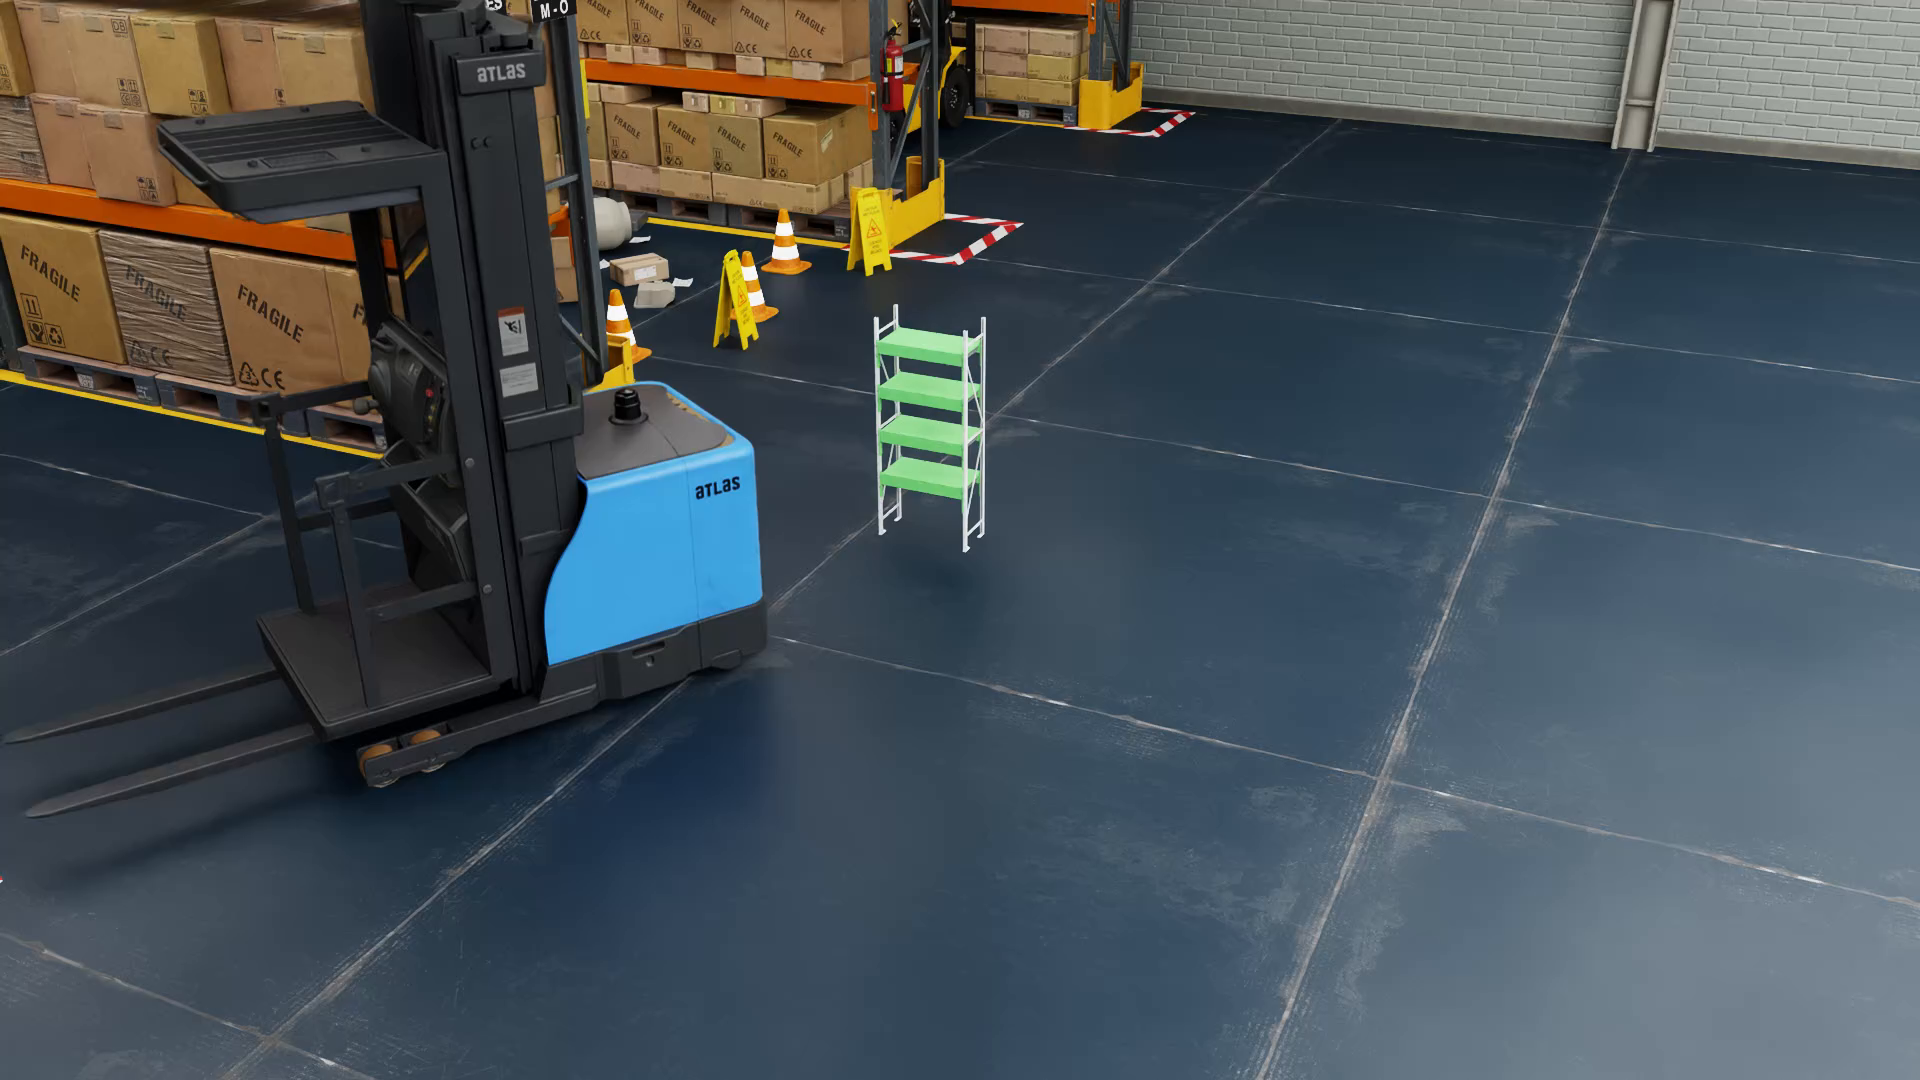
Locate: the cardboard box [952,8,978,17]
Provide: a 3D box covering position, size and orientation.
[{"bbox_3d":[-0.121,-5.781,18.601,0.500,0.250,0.500,11,28,21],"label":"cardboard box"}]

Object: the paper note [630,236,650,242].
[{"bbox_3d":[-2.652,-2.496,13.784,0.148,0.019,0.142,2,26,4],"label":"paper note"}]

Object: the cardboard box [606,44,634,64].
[{"bbox_3d":[-2.769,-4.129,14.025,0.250,0.149,0.380,12,28,22],"label":"cardboard box"}]

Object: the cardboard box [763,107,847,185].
[{"bbox_3d":[-1.280,-3.268,13.779,0.500,0.500,0.500,12,28,22],"label":"cardboard box"}]

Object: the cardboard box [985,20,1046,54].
[{"bbox_3d":[0.593,-5.384,17.796,0.500,0.250,0.500,12,29,23],"label":"cardboard box"}]

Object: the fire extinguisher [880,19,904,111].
[{"bbox_3d":[-0.529,-3.694,12.944,0.183,0.674,0.296,11,28,22],"label":"fire extinguisher"}]

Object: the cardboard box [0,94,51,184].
[{"bbox_3d":[-5.700,-2.662,10.591,0.550,0.550,0.875,11,28,22],"label":"cardboard box"}]

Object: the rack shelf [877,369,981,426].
[{"bbox_3d":[-0.151,-0.727,8.469,0.480,0.148,0.258,11,28,22],"label":"rack shelf"}]

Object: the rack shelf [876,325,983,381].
[{"bbox_3d":[-0.151,-0.942,8.363,0.480,0.148,0.258,11,28,22],"label":"rack shelf"}]

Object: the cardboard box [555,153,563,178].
[{"bbox_3d":[-3.659,-3.404,14.906,0.500,0.250,0.500,10,28,19],"label":"cardboard box"}]

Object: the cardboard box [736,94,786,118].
[{"bbox_3d":[-1.642,-3.599,13.718,0.250,0.149,0.380,12,29,23],"label":"cardboard box"}]

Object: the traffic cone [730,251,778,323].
[{"bbox_3d":[-1.518,-1.848,11.980,0.334,0.463,0.336,11,28,22],"label":"traffic cone"}]

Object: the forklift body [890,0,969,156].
[{"bbox_3d":[-0.873,-5.164,16.803,1.214,2.155,2.313,11,28,22],"label":"forklift body"}]

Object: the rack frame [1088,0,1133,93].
[{"bbox_3d":[1.609,-5.931,17.401,0.127,3.000,1.000,11,28,22],"label":"rack frame"}]

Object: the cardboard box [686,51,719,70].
[{"bbox_3d":[-2.065,-4.010,13.783,0.250,0.149,0.380,11,28,21],"label":"cardboard box"}]

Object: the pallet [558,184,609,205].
[{"bbox_3d":[-3.458,-3.306,15.227,1.213,0.211,1.003,11,28,22],"label":"pallet"}]

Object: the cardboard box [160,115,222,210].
[{"bbox_3d":[-4.223,-2.368,9.993,0.500,0.550,0.875,11,28,22],"label":"cardboard box"}]

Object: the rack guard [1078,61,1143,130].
[{"bbox_3d":[1.630,-4.805,17.944,0.348,0.500,1.175,11,28,22],"label":"rack guard"}]

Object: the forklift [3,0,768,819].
[{"bbox_3d":[-2.386,-0.583,6.615,3.031,2.935,1.130,-17,31,-30],"label":"forklift"}]

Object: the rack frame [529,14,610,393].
[{"bbox_3d":[-2.400,-1.926,9.266,0.127,3.000,1.000,11,28,22],"label":"rack frame"}]

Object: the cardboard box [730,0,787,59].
[{"bbox_3d":[-1.505,-4.195,13.424,0.500,0.500,0.500,11,28,22],"label":"cardboard box"}]

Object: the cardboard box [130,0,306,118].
[{"bbox_3d":[-4.250,-2.826,9.702,0.500,0.550,0.875,11,28,22],"label":"cardboard box"}]

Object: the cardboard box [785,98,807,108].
[{"bbox_3d":[-1.562,-3.583,14.419,0.500,0.500,0.500,10,28,20],"label":"cardboard box"}]

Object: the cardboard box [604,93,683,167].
[{"bbox_3d":[-2.695,-3.552,14.358,0.500,0.500,0.500,13,29,24],"label":"cardboard box"}]

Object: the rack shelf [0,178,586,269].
[{"bbox_3d":[-4.220,-1.969,10.167,4.000,0.370,1.077,11,28,22],"label":"rack shelf"}]

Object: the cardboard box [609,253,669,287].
[{"bbox_3d":[-2.471,-2.083,12.812,0.380,0.149,0.250,-18,31,-31],"label":"cardboard box"}]

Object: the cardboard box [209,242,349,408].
[{"bbox_3d":[-3.846,-1.418,10.165,0.875,0.875,0.875,11,28,21],"label":"cardboard box"}]

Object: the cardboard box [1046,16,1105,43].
[{"bbox_3d":[1.249,-5.499,18.028,0.500,0.250,0.500,11,28,21],"label":"cardboard box"}]

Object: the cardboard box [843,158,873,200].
[{"bbox_3d":[-1.063,-3.148,14.386,0.500,0.250,0.500,11,28,21],"label":"cardboard box"}]

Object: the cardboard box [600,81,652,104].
[{"bbox_3d":[-2.855,-3.844,14.215,0.250,0.149,0.380,13,29,25],"label":"cardboard box"}]

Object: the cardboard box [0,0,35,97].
[{"bbox_3d":[-5.719,-3.128,10.314,0.550,0.550,0.875,11,28,22],"label":"cardboard box"}]

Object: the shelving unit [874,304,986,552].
[{"bbox_3d":[-0.151,-0.569,8.546,0.503,1.200,0.258,11,28,22],"label":"shelving unit"}]

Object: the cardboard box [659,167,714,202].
[{"bbox_3d":[-2.237,-3.120,14.330,0.500,0.250,0.500,10,28,20],"label":"cardboard box"}]

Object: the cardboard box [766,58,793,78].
[{"bbox_3d":[-1.373,-3.862,13.482,0.250,0.149,0.380,11,28,21],"label":"cardboard box"}]

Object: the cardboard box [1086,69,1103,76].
[{"bbox_3d":[1.242,-5.054,18.258,0.500,0.250,0.500,11,28,22],"label":"cardboard box"}]

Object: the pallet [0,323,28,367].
[{"bbox_3d":[-6.775,-1.517,11.592,1.213,0.211,1.003,11,28,22],"label":"pallet"}]

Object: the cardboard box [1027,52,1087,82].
[{"bbox_3d":[1.036,-5.074,17.731,0.500,0.250,0.500,11,28,21],"label":"cardboard box"}]

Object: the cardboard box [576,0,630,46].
[{"bbox_3d":[-2.881,-4.472,13.988,0.500,0.500,0.500,11,28,21],"label":"cardboard box"}]

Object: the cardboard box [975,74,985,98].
[{"bbox_3d":[0.150,-5.035,18.218,0.500,0.250,0.500,12,29,22],"label":"cardboard box"}]

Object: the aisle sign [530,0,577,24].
[{"bbox_3d":[-2.211,-3.200,8.910,0.004,0.787,0.394,11,28,22],"label":"aisle sign"}]

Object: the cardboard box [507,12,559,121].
[{"bbox_3d":[-2.722,-2.561,9.164,0.550,0.550,0.875,11,28,22],"label":"cardboard box"}]

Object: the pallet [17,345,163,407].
[{"bbox_3d":[-5.381,-1.236,11.021,1.213,0.211,1.003,11,28,22],"label":"pallet"}]
